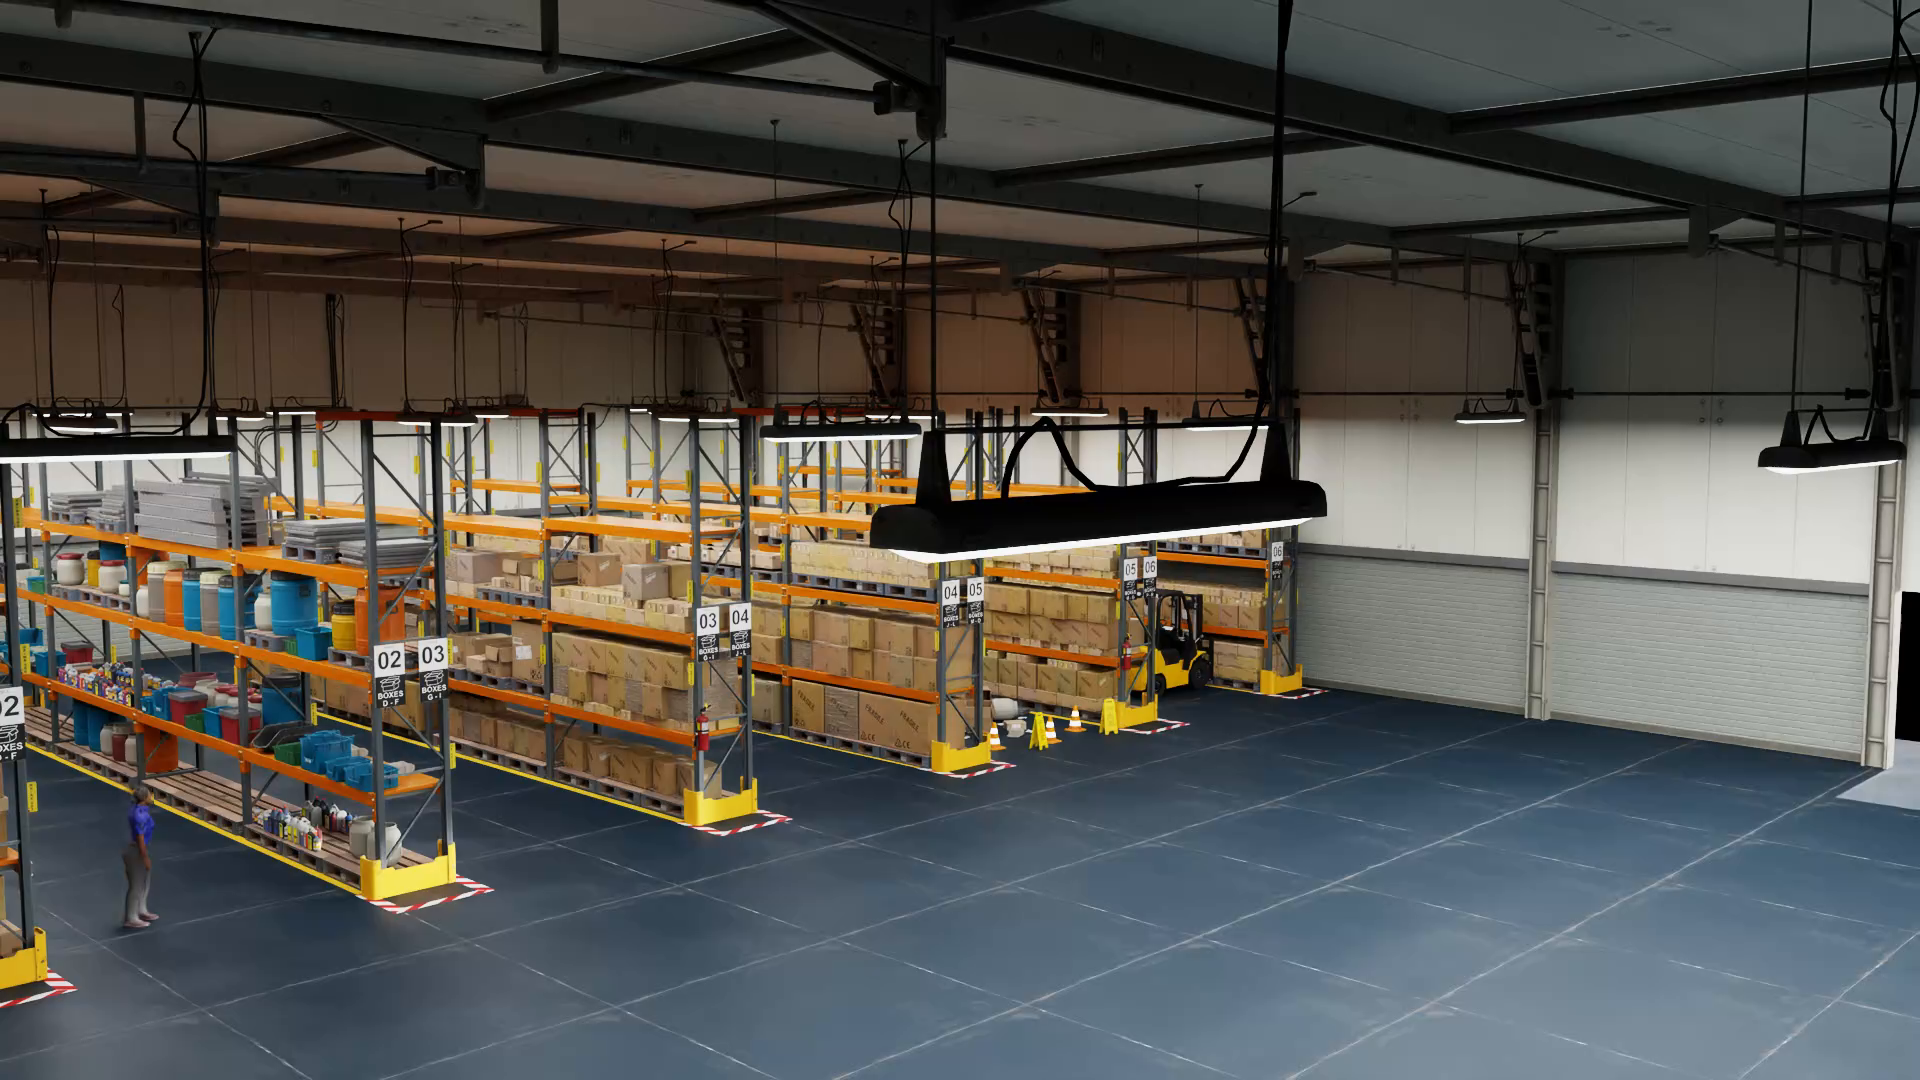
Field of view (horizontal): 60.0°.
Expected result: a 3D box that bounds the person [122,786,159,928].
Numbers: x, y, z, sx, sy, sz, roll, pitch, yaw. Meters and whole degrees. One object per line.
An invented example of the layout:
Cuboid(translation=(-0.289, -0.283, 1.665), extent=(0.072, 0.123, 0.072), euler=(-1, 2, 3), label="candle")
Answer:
Cuboid(translation=(-9.775, 3.813, 19.818), extent=(0.373, 1.557, 0.502), euler=(-2, 5, -18), label="person")
